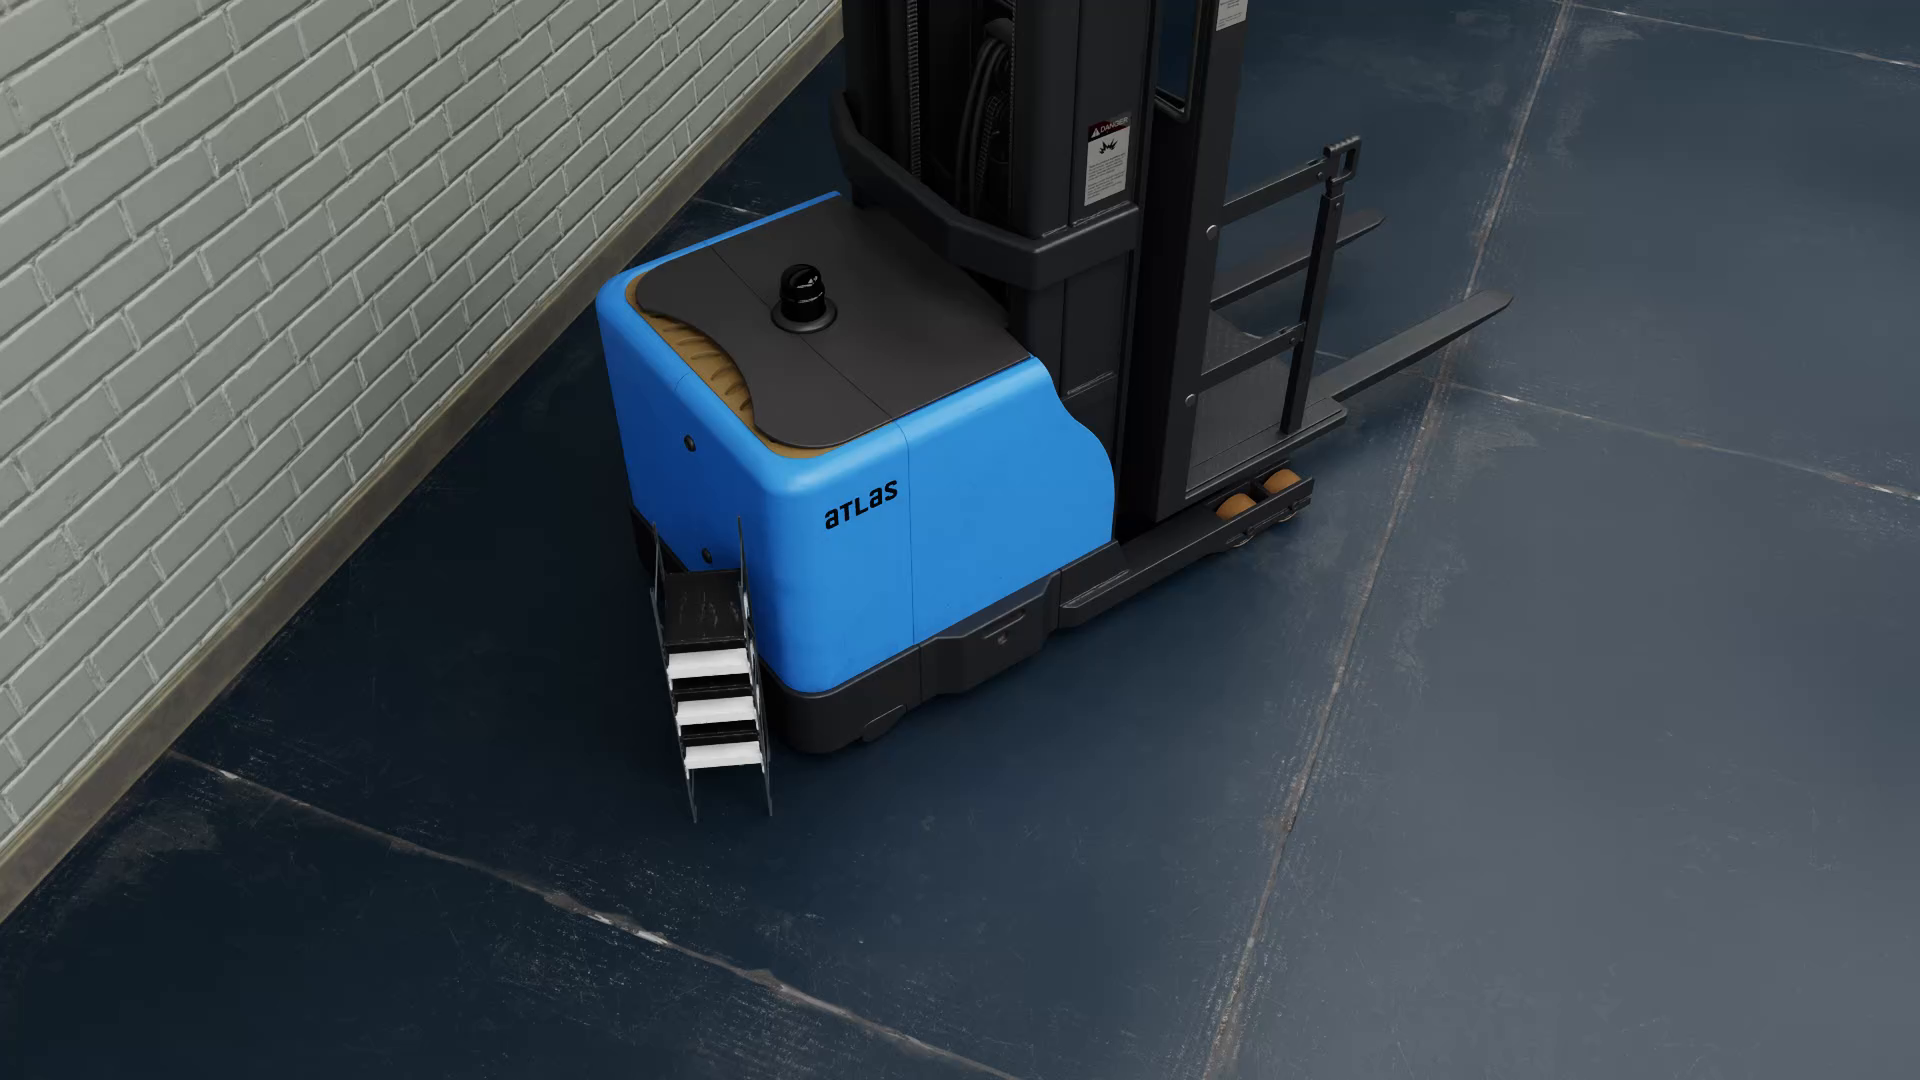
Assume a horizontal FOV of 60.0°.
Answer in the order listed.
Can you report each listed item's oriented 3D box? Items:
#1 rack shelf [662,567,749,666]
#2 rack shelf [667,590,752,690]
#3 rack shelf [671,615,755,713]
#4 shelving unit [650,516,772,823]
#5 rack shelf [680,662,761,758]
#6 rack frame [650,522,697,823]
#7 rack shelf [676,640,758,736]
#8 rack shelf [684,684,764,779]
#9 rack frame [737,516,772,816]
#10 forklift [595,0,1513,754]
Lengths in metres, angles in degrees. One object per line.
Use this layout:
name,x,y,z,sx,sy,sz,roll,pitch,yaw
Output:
rack shelf,-0.625,0.184,4.091,0.200,0.077,0.258,-4,45,-4
rack shelf,-0.625,0.248,4.155,0.200,0.077,0.258,-4,45,-4
rack shelf,-0.625,0.312,4.218,0.200,0.077,0.258,-4,45,-4
shelving unit,-0.625,0.352,4.258,0.210,0.900,0.258,-4,45,-4
rack shelf,-0.625,0.439,4.345,0.200,0.077,0.258,-4,45,-4
rack frame,-0.726,0.360,4.251,0.006,0.900,0.240,-4,45,-4
rack shelf,-0.625,0.376,4.282,0.200,0.077,0.258,-4,45,-4
rack shelf,-0.625,0.503,4.409,0.200,0.077,0.258,-4,45,-4
rack frame,-0.524,0.345,4.266,0.006,0.900,0.240,-4,45,-4
forklift,0.505,-1.296,4.474,3.031,2.935,1.130,-27,51,-24
